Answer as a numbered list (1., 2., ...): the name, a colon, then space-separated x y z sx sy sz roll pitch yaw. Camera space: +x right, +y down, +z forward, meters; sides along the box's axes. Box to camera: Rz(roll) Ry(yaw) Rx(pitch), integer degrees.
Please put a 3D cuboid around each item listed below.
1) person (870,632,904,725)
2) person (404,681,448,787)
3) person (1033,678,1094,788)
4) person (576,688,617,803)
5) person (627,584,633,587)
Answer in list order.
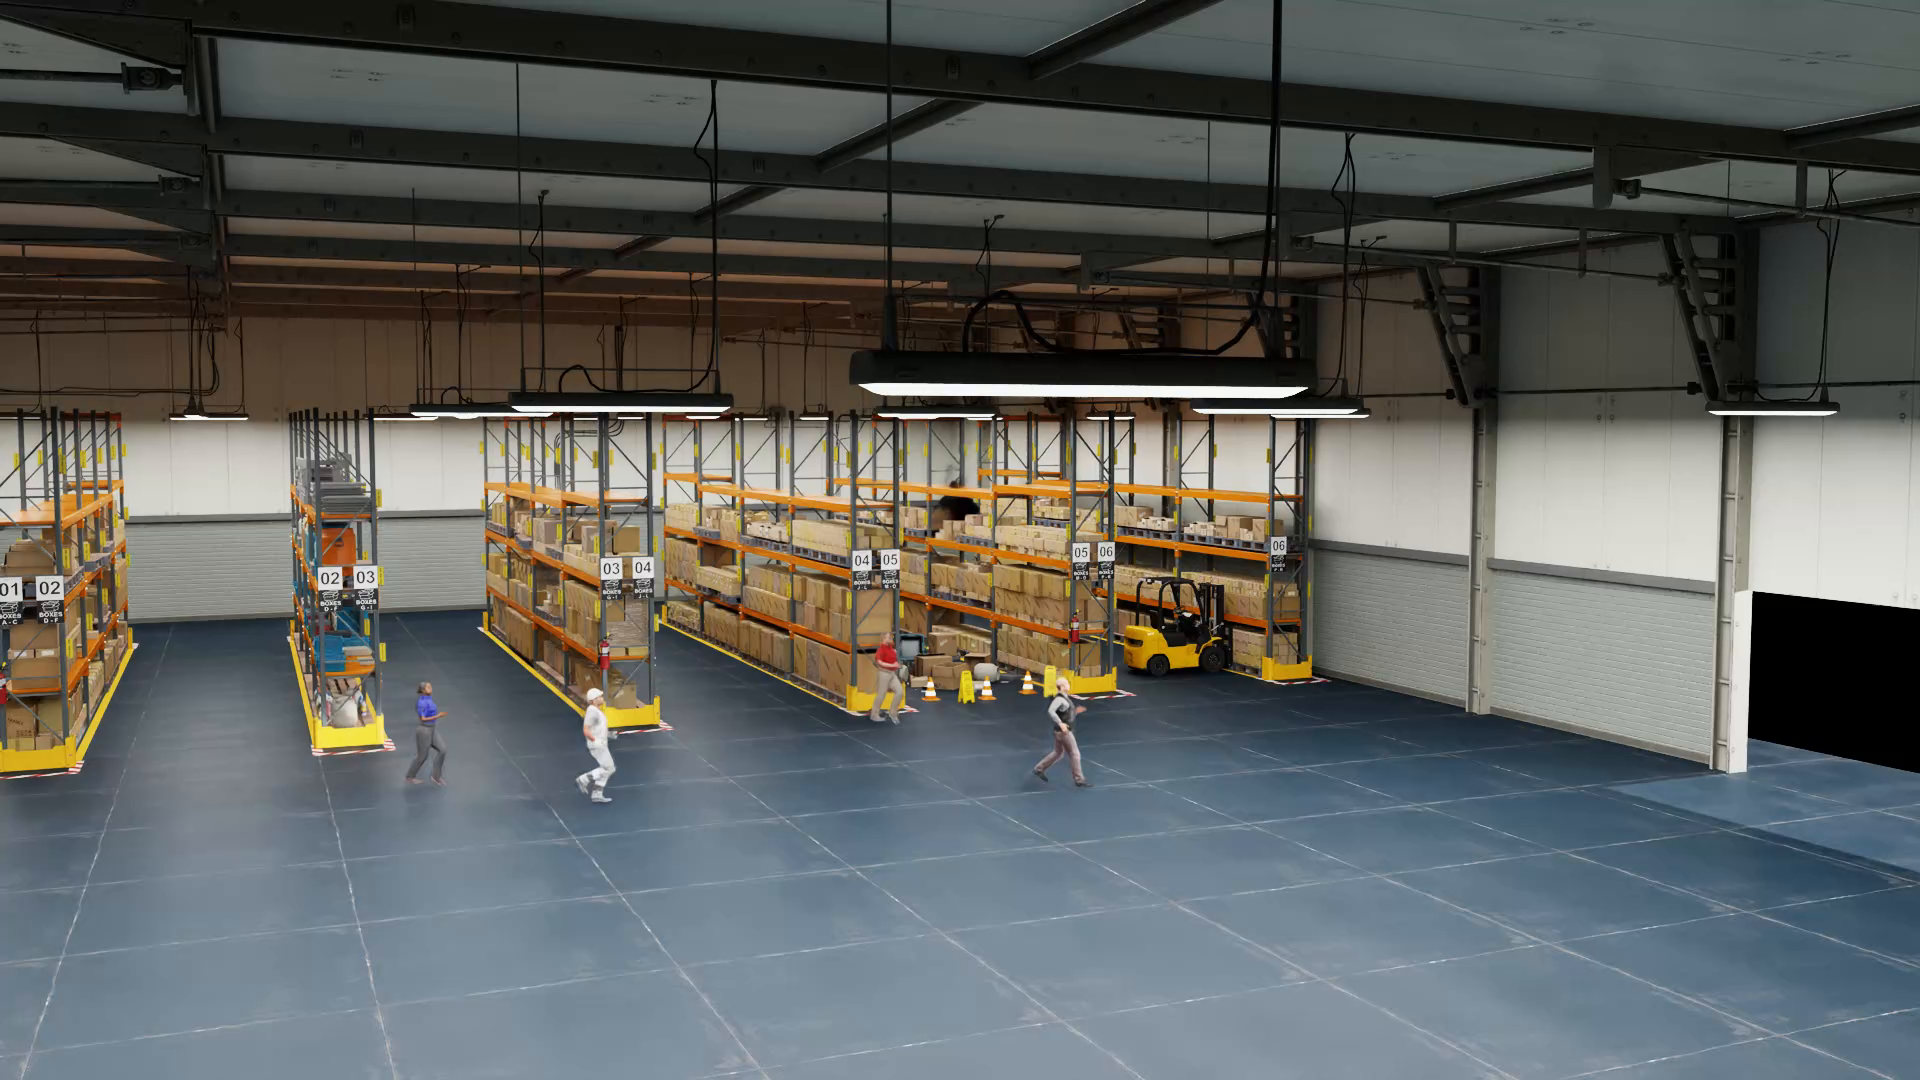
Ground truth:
1. person: -1.367 2.649 31.705 0.692 1.777 0.677 2 5 31
2. person: -8.373 3.067 26.148 0.700 1.714 0.556 0 4 2
3. person: 1.632 3.027 26.060 0.950 1.587 0.653 0 4 1
4. person: -5.485 3.099 25.077 0.601 1.738 0.658 0 4 -7
5. person: -9.518 1.478 48.379 0.770 1.685 0.585 2 5 31
